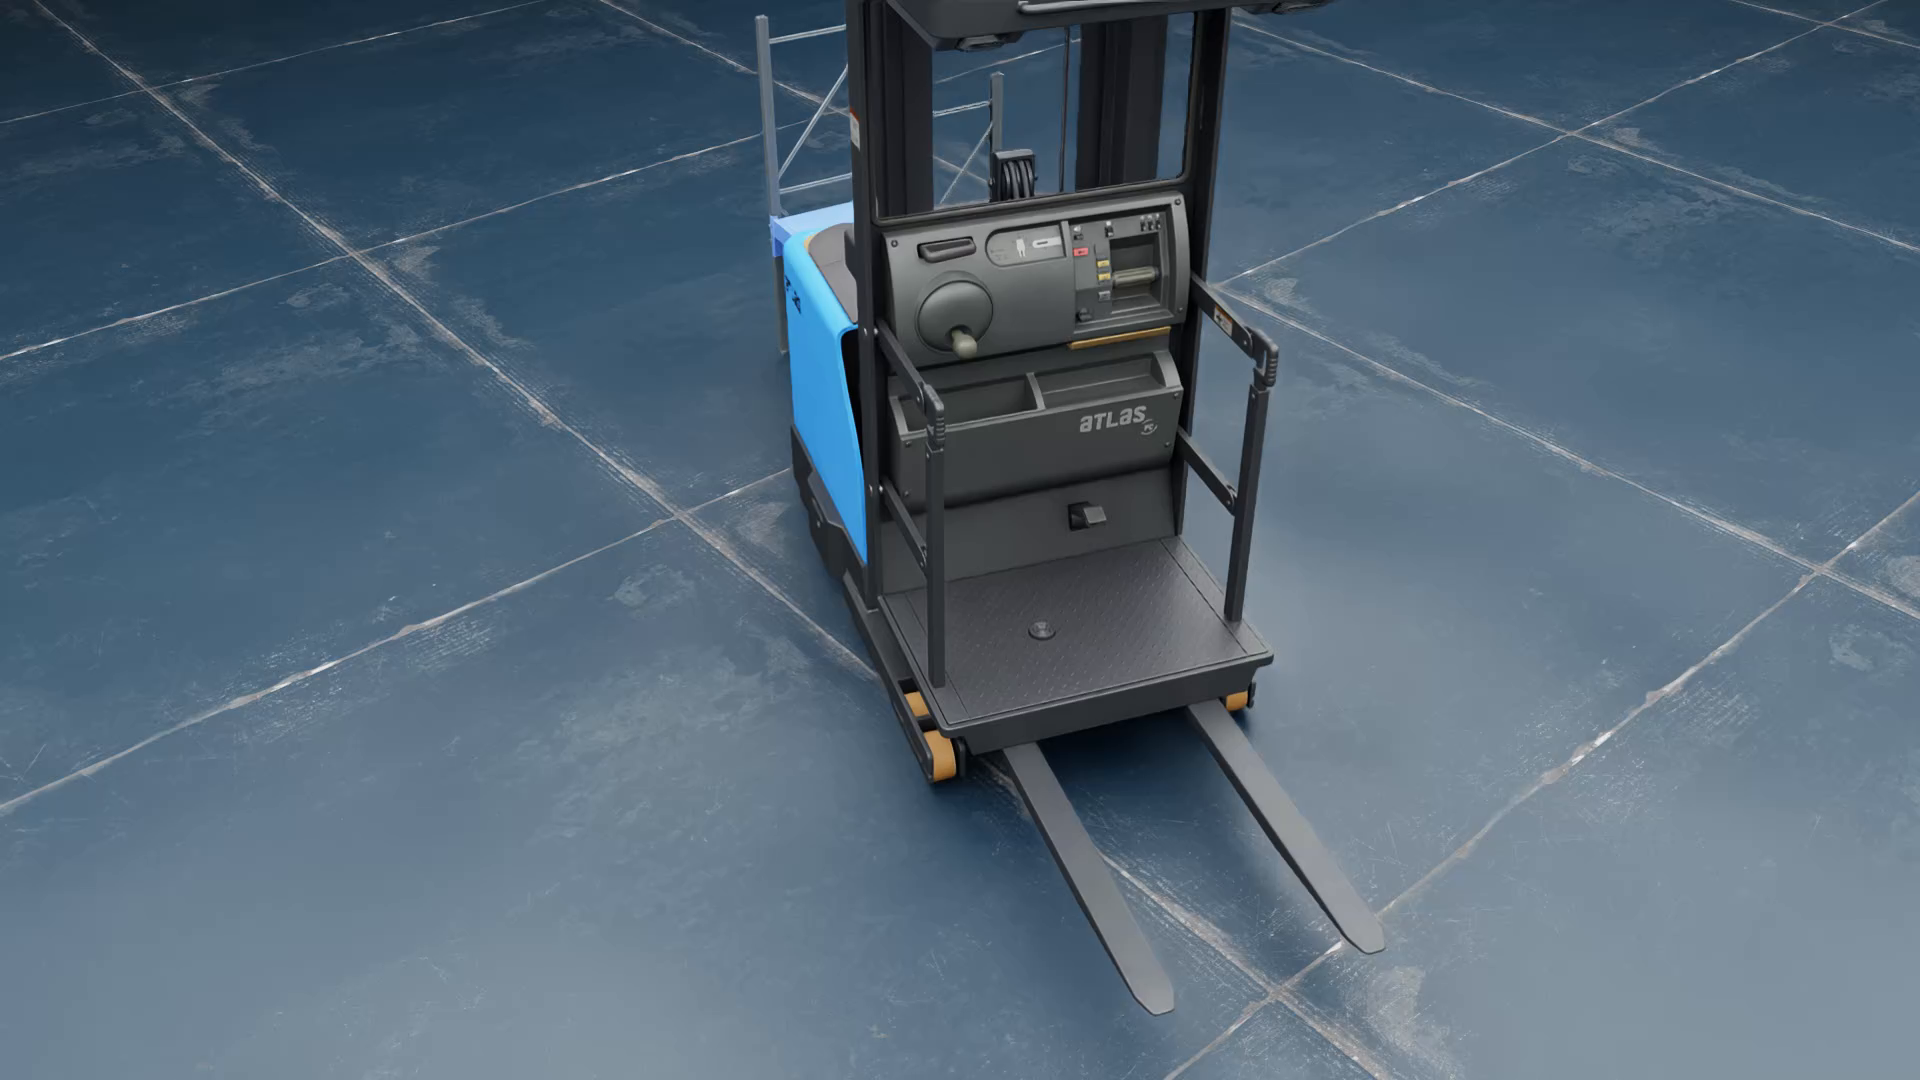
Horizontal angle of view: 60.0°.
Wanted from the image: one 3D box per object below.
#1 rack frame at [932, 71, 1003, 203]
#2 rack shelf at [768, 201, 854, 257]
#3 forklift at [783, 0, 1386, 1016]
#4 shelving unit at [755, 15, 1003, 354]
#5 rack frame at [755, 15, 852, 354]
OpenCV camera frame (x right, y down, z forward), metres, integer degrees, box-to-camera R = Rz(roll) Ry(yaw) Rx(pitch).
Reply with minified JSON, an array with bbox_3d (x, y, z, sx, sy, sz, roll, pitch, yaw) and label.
[{"bbox_3d":[-0.066,-1.021,6.394,0.500,1.500,0.032,-19,40,-25],"label":"rack frame"},{"bbox_3d":[-0.328,-1.126,6.854,0.538,0.185,1.000,-19,40,-25],"label":"rack shelf"},{"bbox_3d":[0.310,-0.709,4.716,1.130,2.935,3.031,-11,37,-15],"label":"forklift"},{"bbox_3d":[-0.328,-1.273,6.750,0.538,1.500,1.048,-19,40,-25],"label":"shelving unit"},{"bbox_3d":[-0.590,-1.525,7.105,0.500,1.500,0.032,-19,40,-25],"label":"rack frame"}]
